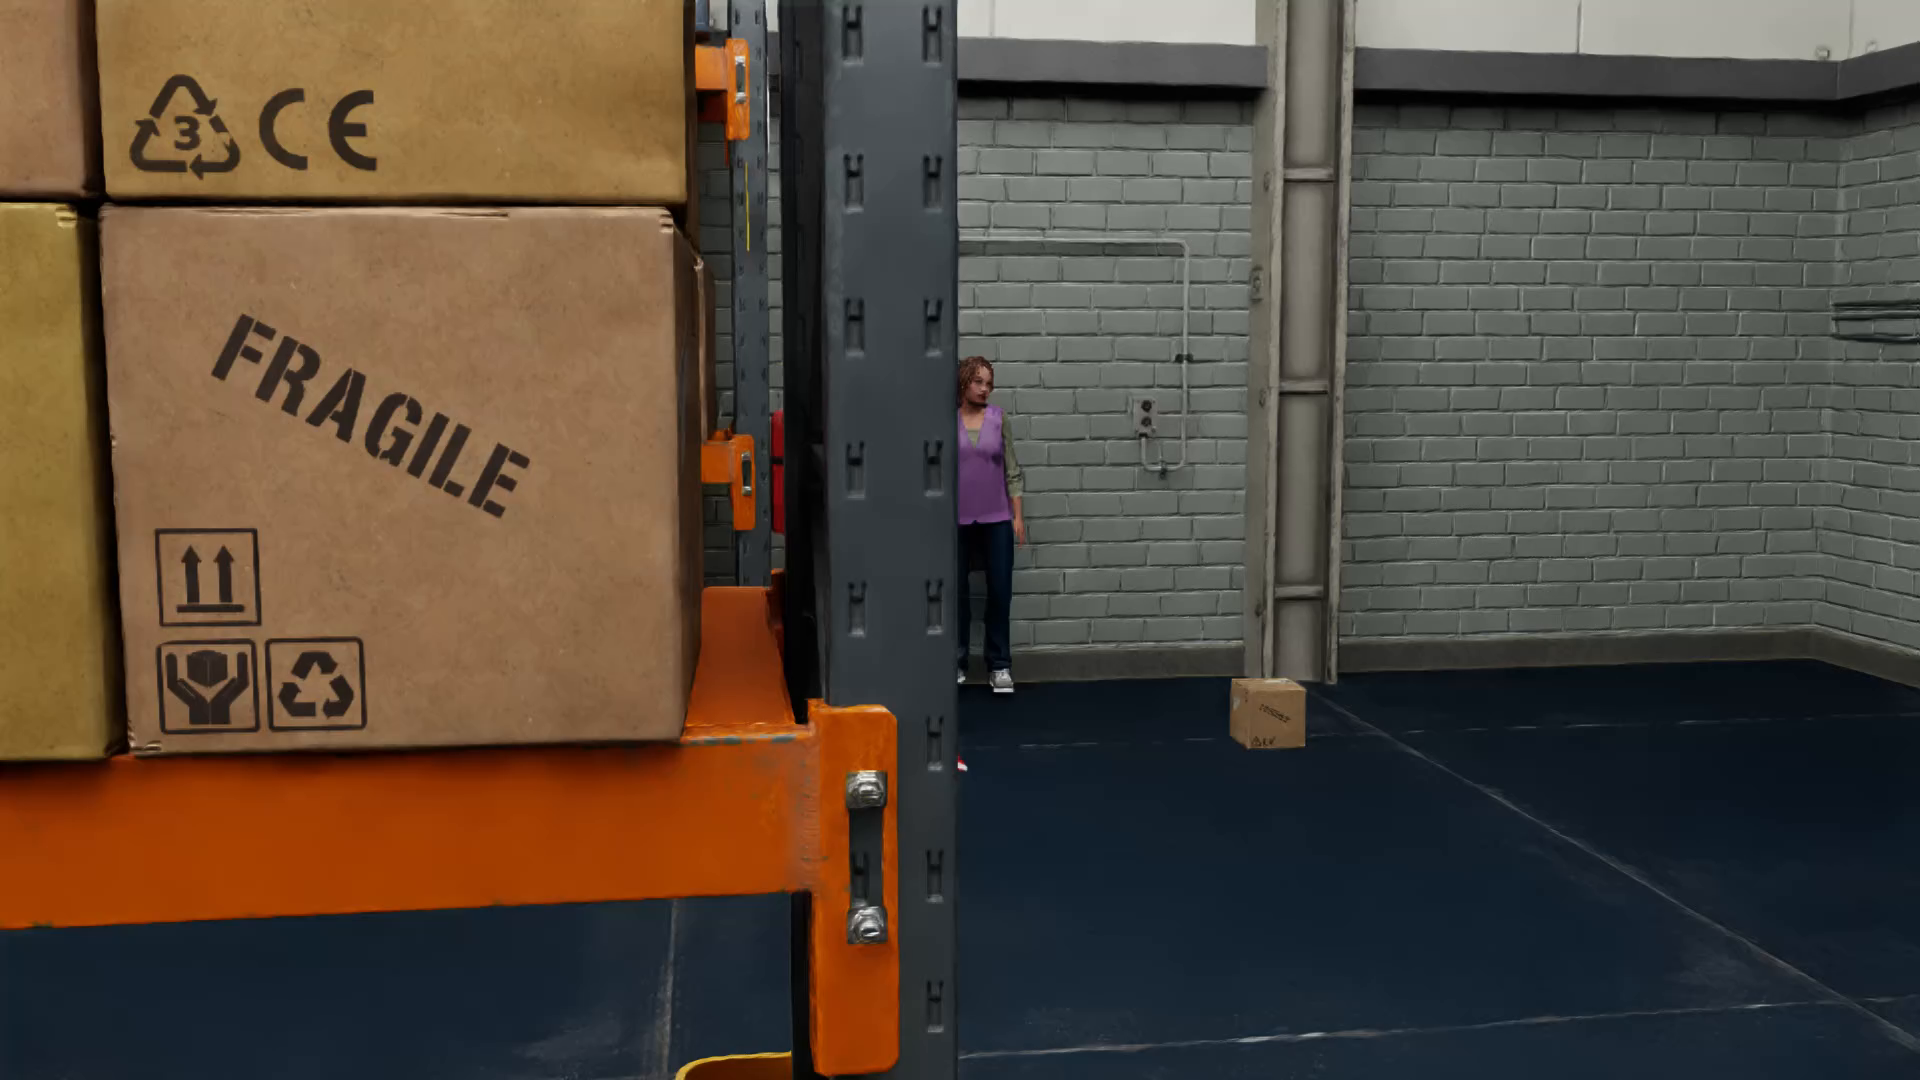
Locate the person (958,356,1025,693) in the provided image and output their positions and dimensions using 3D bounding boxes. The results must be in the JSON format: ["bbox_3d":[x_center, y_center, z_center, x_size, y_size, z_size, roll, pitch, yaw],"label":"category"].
[{"bbox_3d":[0.069,-0.067,7.941,0.484,1.587,0.372,0,7,2],"label":"person"}]
